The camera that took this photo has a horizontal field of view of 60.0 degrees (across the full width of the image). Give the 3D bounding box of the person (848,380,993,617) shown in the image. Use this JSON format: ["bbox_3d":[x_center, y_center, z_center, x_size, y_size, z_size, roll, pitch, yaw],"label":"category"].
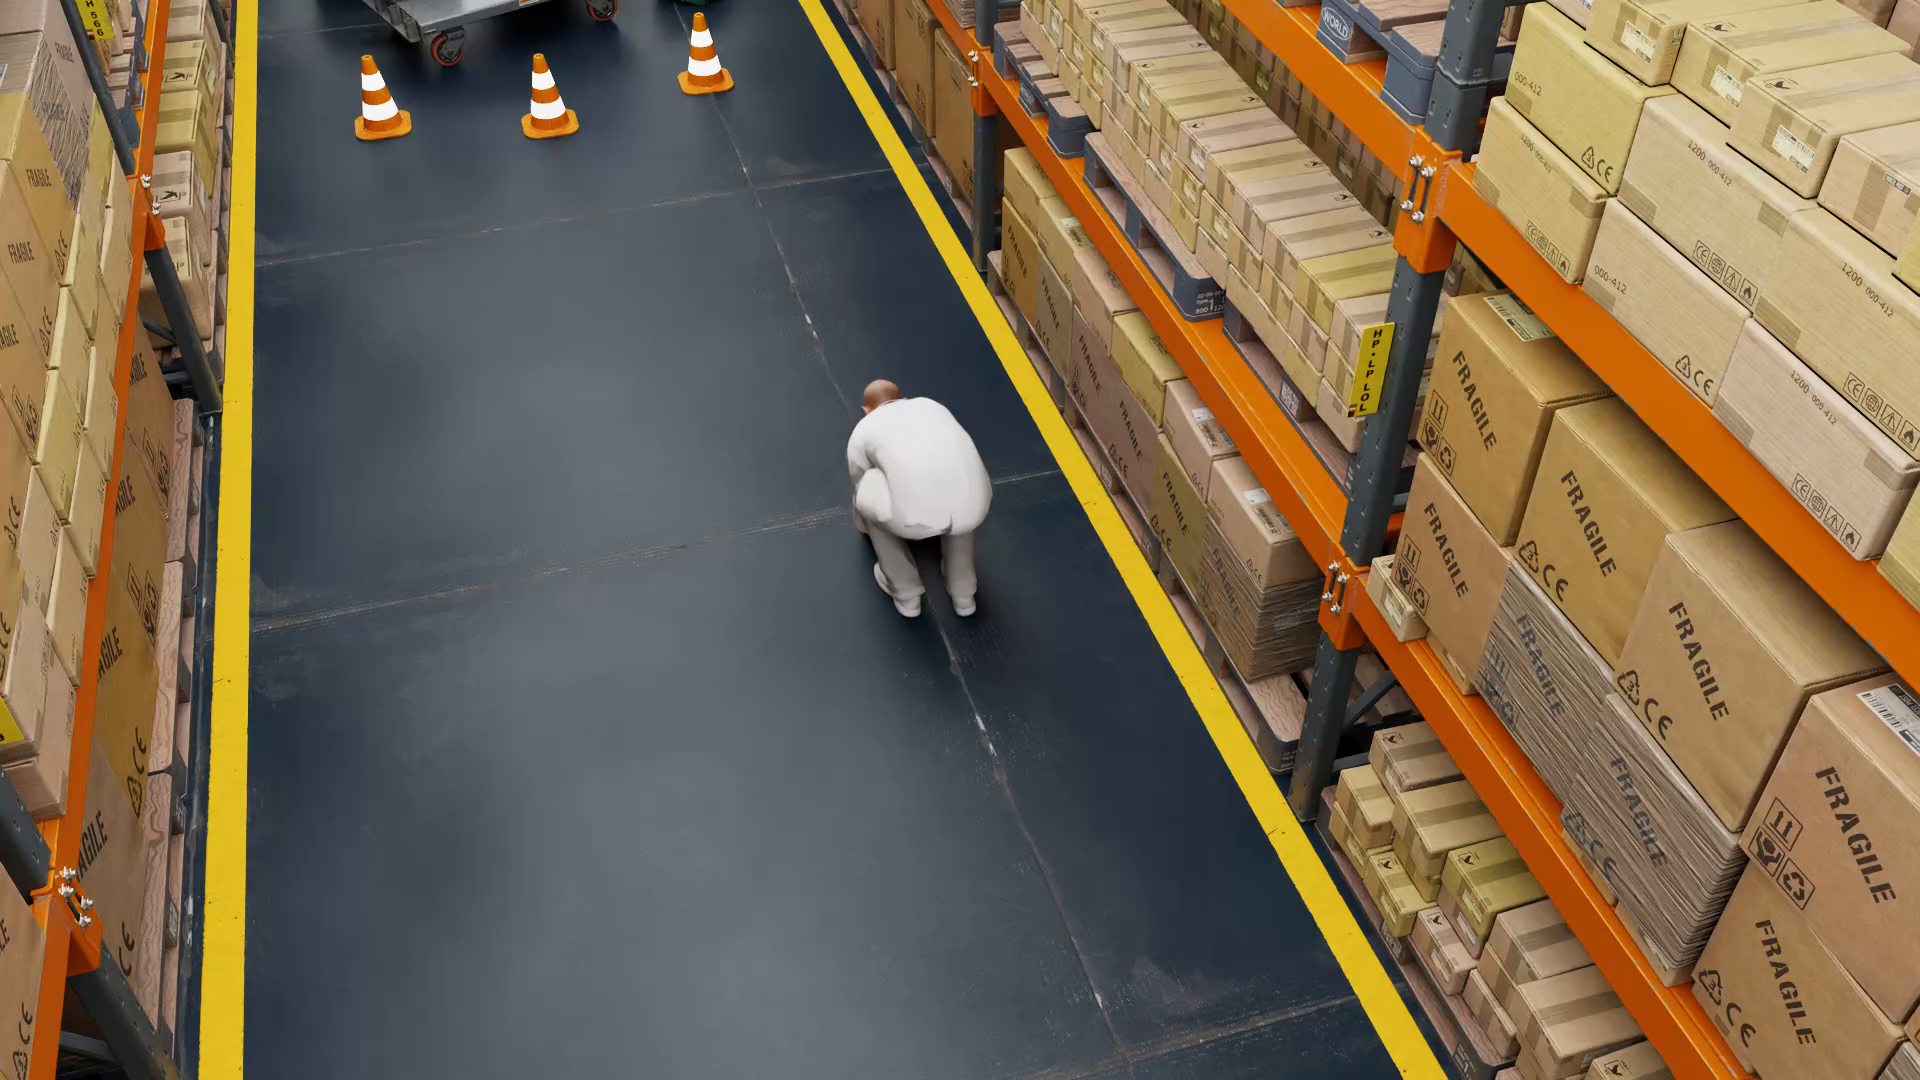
[{"bbox_3d":[-0.189,-0.189,7.059,0.587,0.911,0.951,-13,43,-14],"label":"person"}]
